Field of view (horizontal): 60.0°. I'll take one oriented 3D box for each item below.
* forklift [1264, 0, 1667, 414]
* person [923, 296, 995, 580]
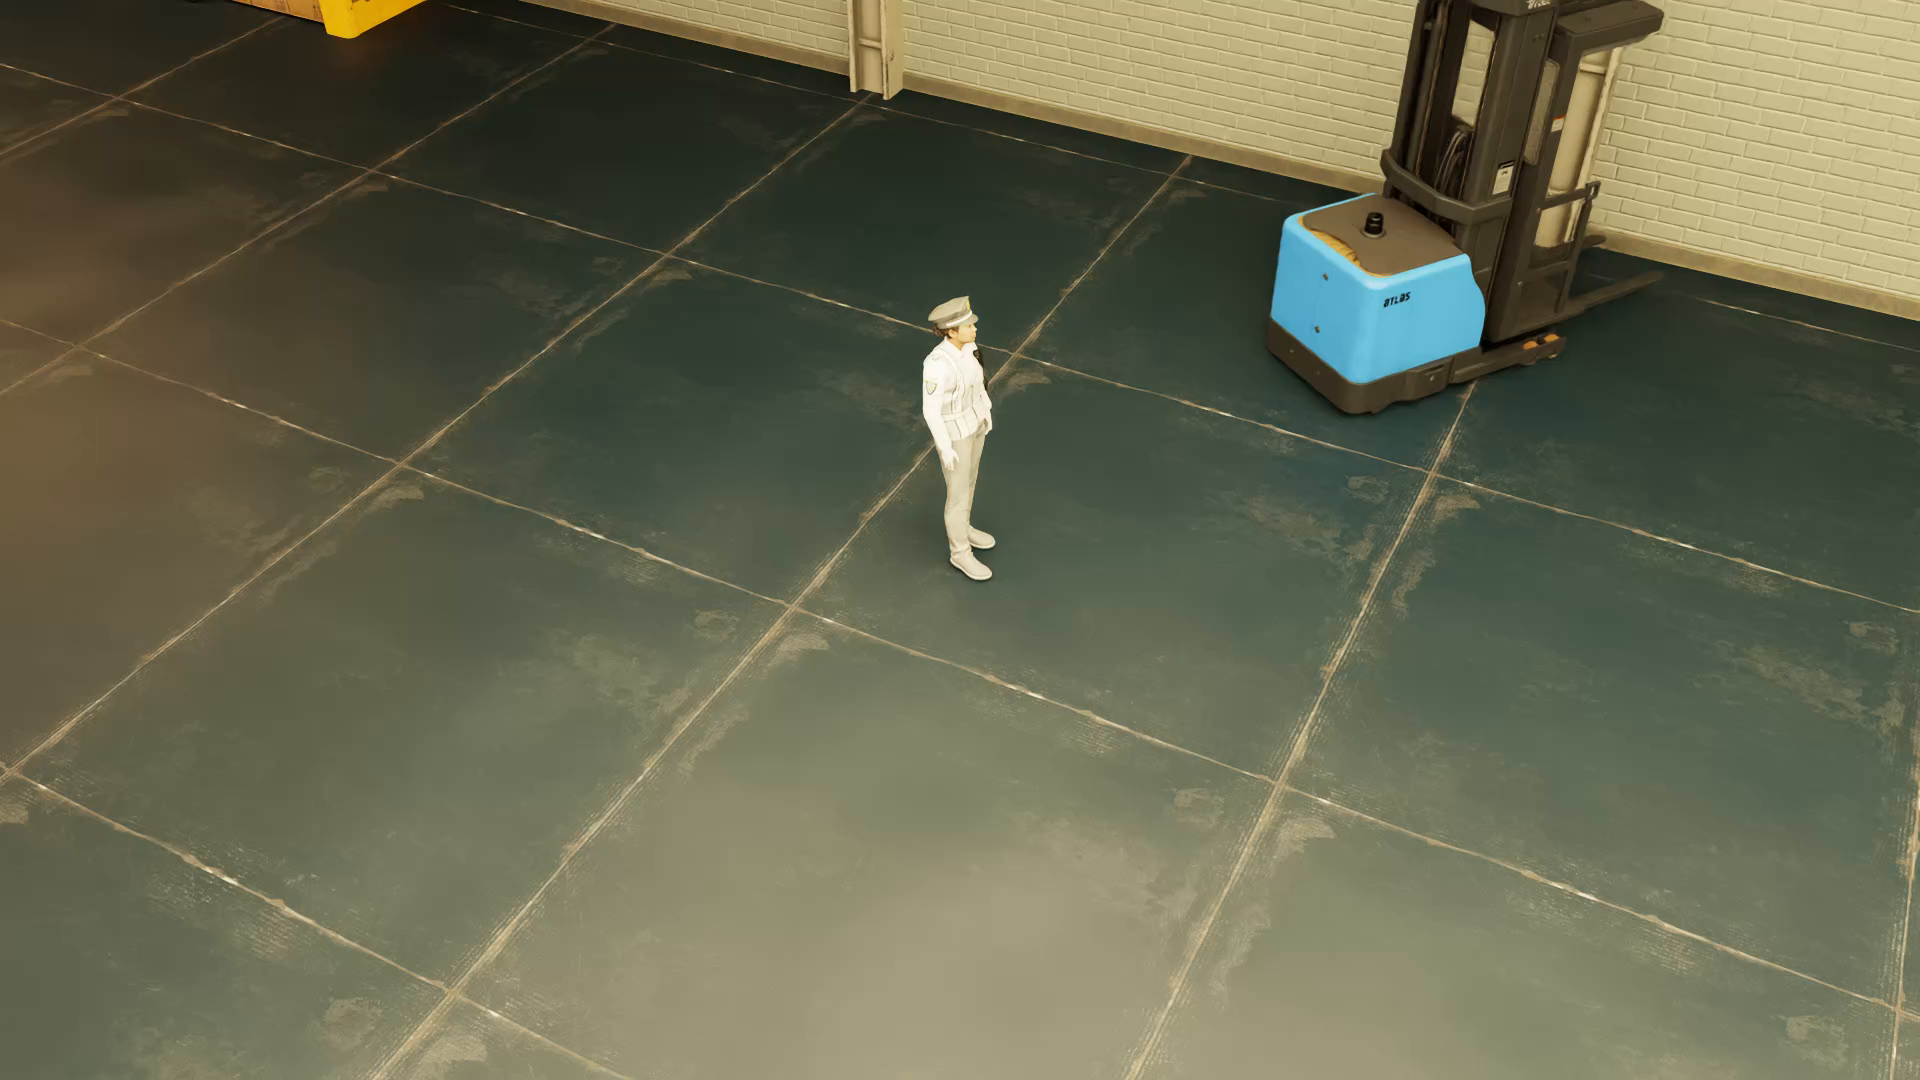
[{"bbox_3d":[3.706,-2.637,11.118,3.031,2.935,1.130,-19,44,-21],"label":"forklift"},{"bbox_3d":[0.058,-0.629,9.682,0.530,1.694,0.586,18,43,21],"label":"person"}]
